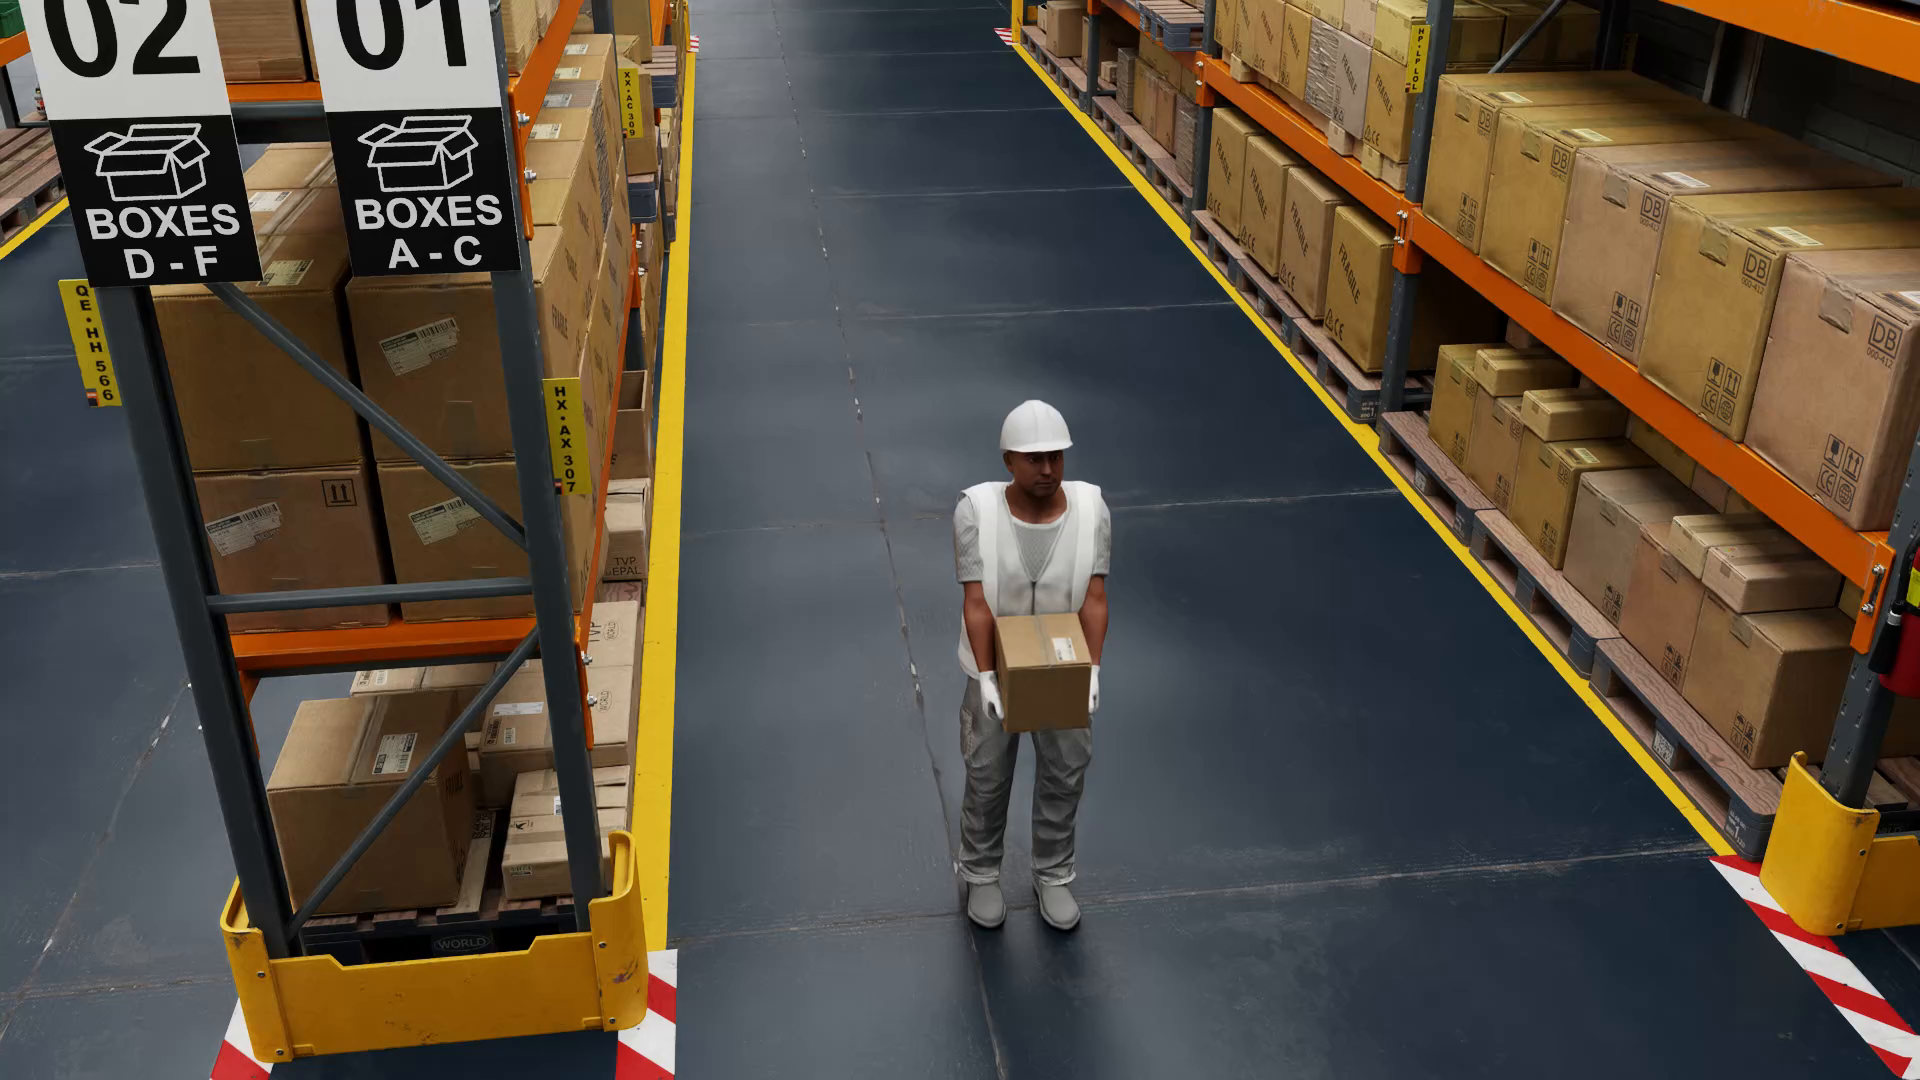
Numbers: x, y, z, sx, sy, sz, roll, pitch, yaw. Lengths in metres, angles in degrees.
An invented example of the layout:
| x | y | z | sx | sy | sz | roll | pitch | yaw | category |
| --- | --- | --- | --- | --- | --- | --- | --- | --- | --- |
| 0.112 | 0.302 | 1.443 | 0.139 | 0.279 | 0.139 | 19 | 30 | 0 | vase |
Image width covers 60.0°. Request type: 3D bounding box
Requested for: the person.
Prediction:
| x | y | z | sx | sy | sz | roll | pitch | yaw | category |
| --- | --- | --- | --- | --- | --- | --- | --- | --- | --- |
| 0.228 | 0.455 | 5.202 | 0.469 | 1.779 | 0.580 | -3 | 27 | -6 | person |
